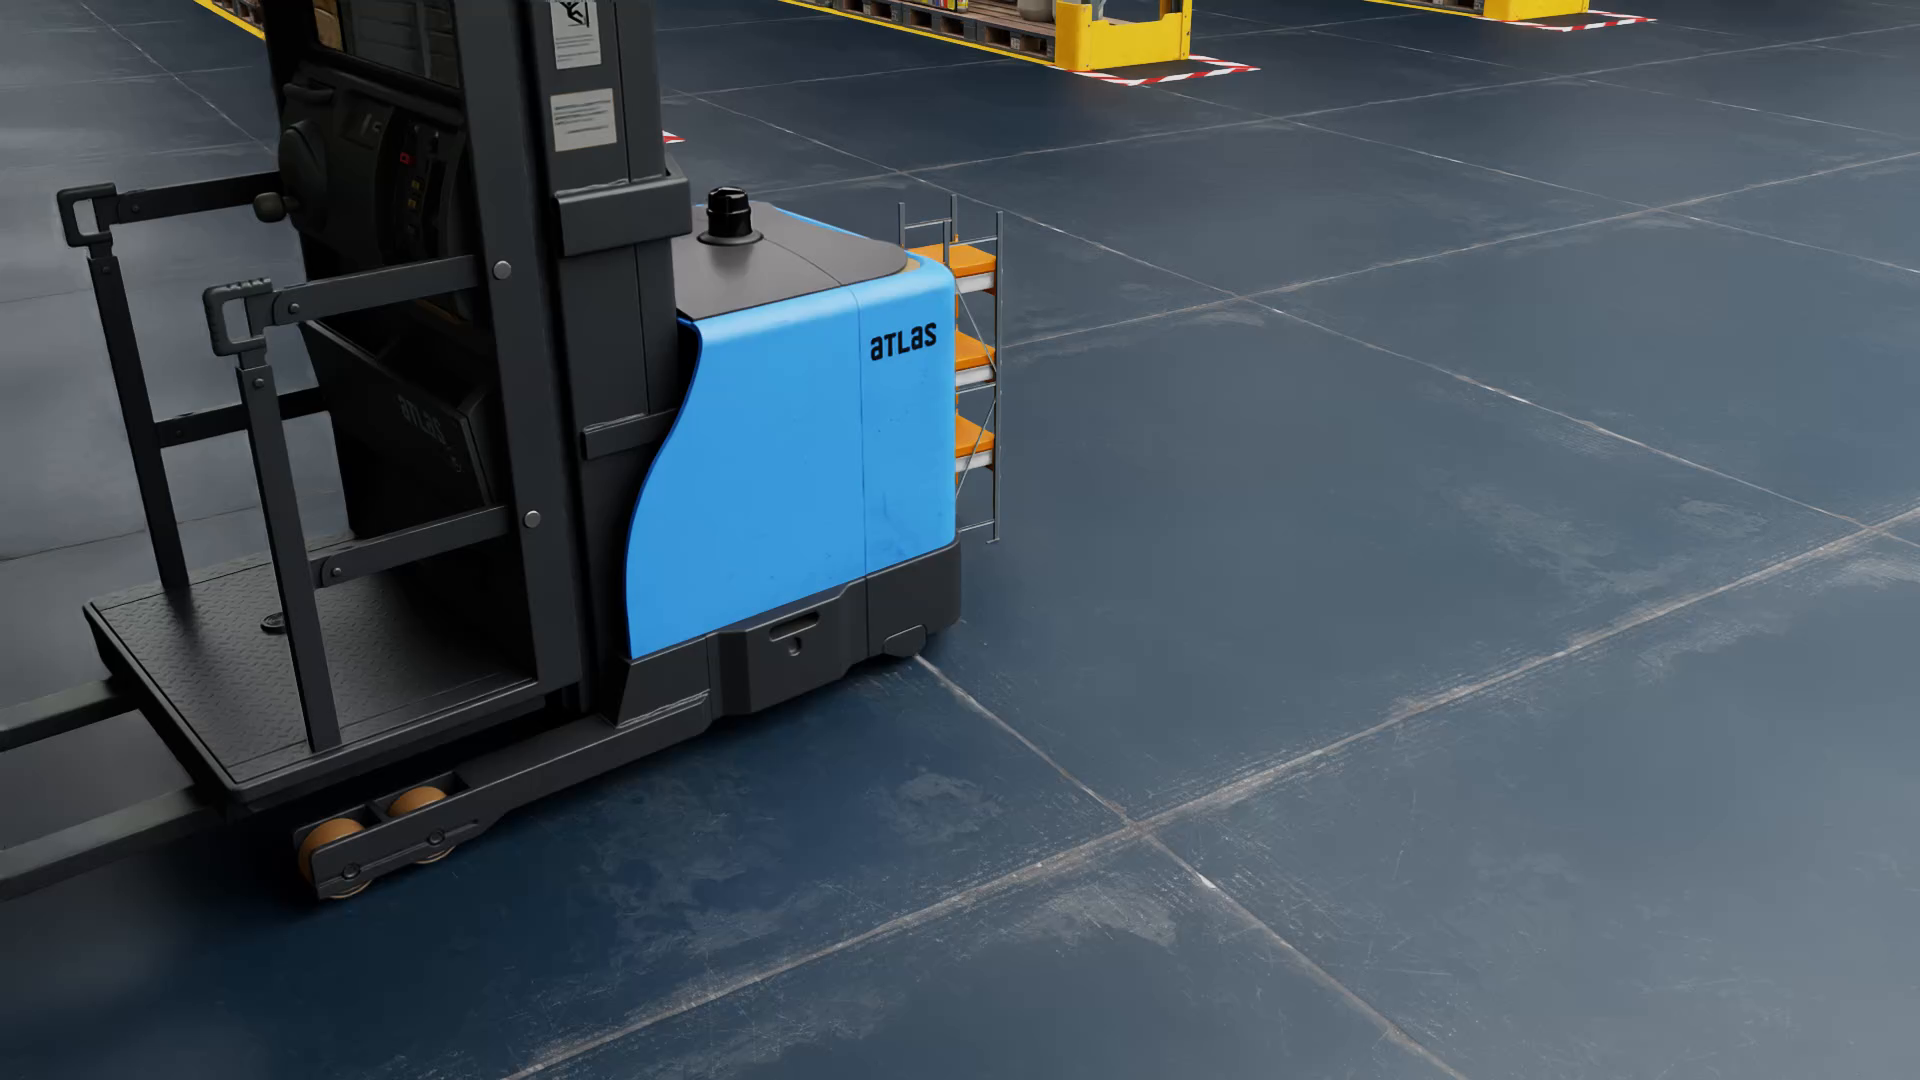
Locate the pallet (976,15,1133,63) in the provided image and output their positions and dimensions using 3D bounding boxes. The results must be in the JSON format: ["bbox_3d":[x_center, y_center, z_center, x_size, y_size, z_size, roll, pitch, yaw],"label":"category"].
[{"bbox_3d":[0.874,-4.245,13.995,1.003,0.211,1.213,-16,29,-30],"label":"pallet"}]

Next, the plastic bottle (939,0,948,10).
[{"bbox_3d":[-0.091,-4.817,14.615,0.152,0.276,0.135,-15,29,-29],"label":"plastic bottle"}]

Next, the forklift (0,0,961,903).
[{"bbox_3d":[-1.450,-0.803,3.518,3.031,2.935,1.130,-20,32,-36],"label":"forklift"}]

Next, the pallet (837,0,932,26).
[{"bbox_3d":[-0.458,-5.118,15.844,1.003,0.211,1.213,-16,29,-30],"label":"pallet"}]

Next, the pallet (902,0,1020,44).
[{"bbox_3d":[0.212,-4.681,14.919,1.003,0.211,1.213,-16,29,-30],"label":"pallet"}]

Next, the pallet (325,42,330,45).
[{"bbox_3d":[-4.543,-3.921,13.308,1.003,0.211,1.213,-16,29,-30],"label":"pallet"}]

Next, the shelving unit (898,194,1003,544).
[{"bbox_3d":[-0.029,-0.494,5.066,0.215,1.050,0.252,-16,29,-30],"label":"shelving unit"}]

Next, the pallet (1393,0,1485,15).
[{"bbox_3d":[5.088,-5.417,16.479,1.003,0.211,1.213,-16,29,-30],"label":"pallet"}]

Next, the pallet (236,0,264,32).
[{"bbox_3d":[-6.047,-4.906,15.395,1.003,0.211,1.213,-16,29,-30],"label":"pallet"}]

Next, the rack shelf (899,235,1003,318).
[{"bbox_3d":[-0.029,-0.741,4.950,0.215,0.259,0.240,-16,29,-30],"label":"rack shelf"}]

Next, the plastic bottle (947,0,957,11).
[{"bbox_3d":[-0.055,-4.761,14.488,0.061,0.283,0.133,-15,29,-28],"label":"plastic bottle"}]

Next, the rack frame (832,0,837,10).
[{"bbox_3d":[-0.790,-6.629,15.778,1.000,3.000,0.127,-16,29,-30],"label":"rack frame"}]

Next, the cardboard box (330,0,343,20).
[{"bbox_3d":[-4.406,-4.165,12.410,0.500,0.500,0.500,-16,29,-30],"label":"cardboard box"}]

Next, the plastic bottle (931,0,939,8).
[{"bbox_3d":[-0.167,-4.866,14.720,0.152,0.276,0.135,-16,30,-31],"label":"plastic bottle"}]

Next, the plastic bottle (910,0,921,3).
[{"bbox_3d":[-0.362,-5.025,14.968,0.144,0.351,0.185,-16,30,-30],"label":"plastic bottle"}]

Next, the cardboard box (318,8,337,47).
[{"bbox_3d":[-4.675,-4.006,12.951,0.500,0.250,0.500,-16,29,-30],"label":"cardboard box"}]

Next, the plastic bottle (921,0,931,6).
[{"bbox_3d":[-0.261,-4.958,14.827,0.144,0.351,0.185,-14,29,-27],"label":"plastic bottle"}]

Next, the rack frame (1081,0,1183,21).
[{"bbox_3d":[1.393,-5.198,12.748,1.000,3.000,0.127,-16,29,-30],"label":"rack frame"}]

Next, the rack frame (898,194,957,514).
[{"bbox_3d":[-0.096,-0.538,5.159,0.200,1.050,0.008,-16,29,-30],"label":"rack frame"}]

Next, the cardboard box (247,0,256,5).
[{"bbox_3d":[-6.242,-5.050,15.162,0.500,0.250,0.500,-15,29,-29],"label":"cardboard box"}]

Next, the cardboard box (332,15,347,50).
[{"bbox_3d":[-4.406,-3.826,12.569,0.500,0.250,0.500,-16,29,-30],"label":"cardboard box"}]

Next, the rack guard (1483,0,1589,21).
[{"bbox_3d":[5.502,-5.249,15.784,1.175,0.500,0.348,-16,29,-30],"label":"rack guard"}]

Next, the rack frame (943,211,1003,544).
[{"bbox_3d":[0.037,-0.450,4.974,0.200,1.050,0.008,-16,29,-30],"label":"rack frame"}]

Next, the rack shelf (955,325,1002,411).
[{"bbox_3d":[-0.029,-0.484,5.071,0.215,0.259,0.240,-16,29,-30],"label":"rack shelf"}]

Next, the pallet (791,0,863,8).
[{"bbox_3d":[-1.251,-5.640,16.949,1.003,0.211,1.213,-16,29,-30],"label":"pallet"}]

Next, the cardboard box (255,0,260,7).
[{"bbox_3d":[-5.966,-4.867,14.776,0.500,0.250,0.500,-15,29,-28],"label":"cardboard box"}]

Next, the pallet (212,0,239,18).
[{"bbox_3d":[-6.709,-5.342,16.319,1.003,0.211,1.213,-16,29,-30],"label":"pallet"}]

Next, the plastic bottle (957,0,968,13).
[{"bbox_3d":[0.024,-4.686,14.426,0.097,0.201,0.097,0,25,0],"label":"plastic bottle"}]

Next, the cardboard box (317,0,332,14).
[{"bbox_3d":[-4.672,-4.346,12.792,0.500,0.500,0.500,-16,29,-30],"label":"cardboard box"}]

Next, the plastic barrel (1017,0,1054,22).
[{"bbox_3d":[0.697,-4.660,14.030,0.421,0.512,0.421,0,25,0],"label":"plastic barrel"}]

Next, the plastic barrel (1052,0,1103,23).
[{"bbox_3d":[0.970,-4.481,13.650,0.421,0.512,0.421,0,25,0],"label":"plastic barrel"}]

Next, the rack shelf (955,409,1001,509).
[{"bbox_3d":[-0.029,-0.233,5.190,0.215,0.259,0.240,-16,29,-30],"label":"rack shelf"}]

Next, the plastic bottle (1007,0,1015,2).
[{"bbox_3d":[0.478,-5.007,15.023,0.097,0.271,0.097,0,25,0],"label":"plastic bottle"}]

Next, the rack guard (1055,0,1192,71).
[{"bbox_3d":[1.313,-4.084,13.316,1.175,0.500,0.348,-16,29,-30],"label":"rack guard"}]

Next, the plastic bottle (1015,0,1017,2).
[{"bbox_3d":[0.557,-4.975,14.942,0.061,0.283,0.133,-15,29,-29],"label":"plastic bottle"}]
